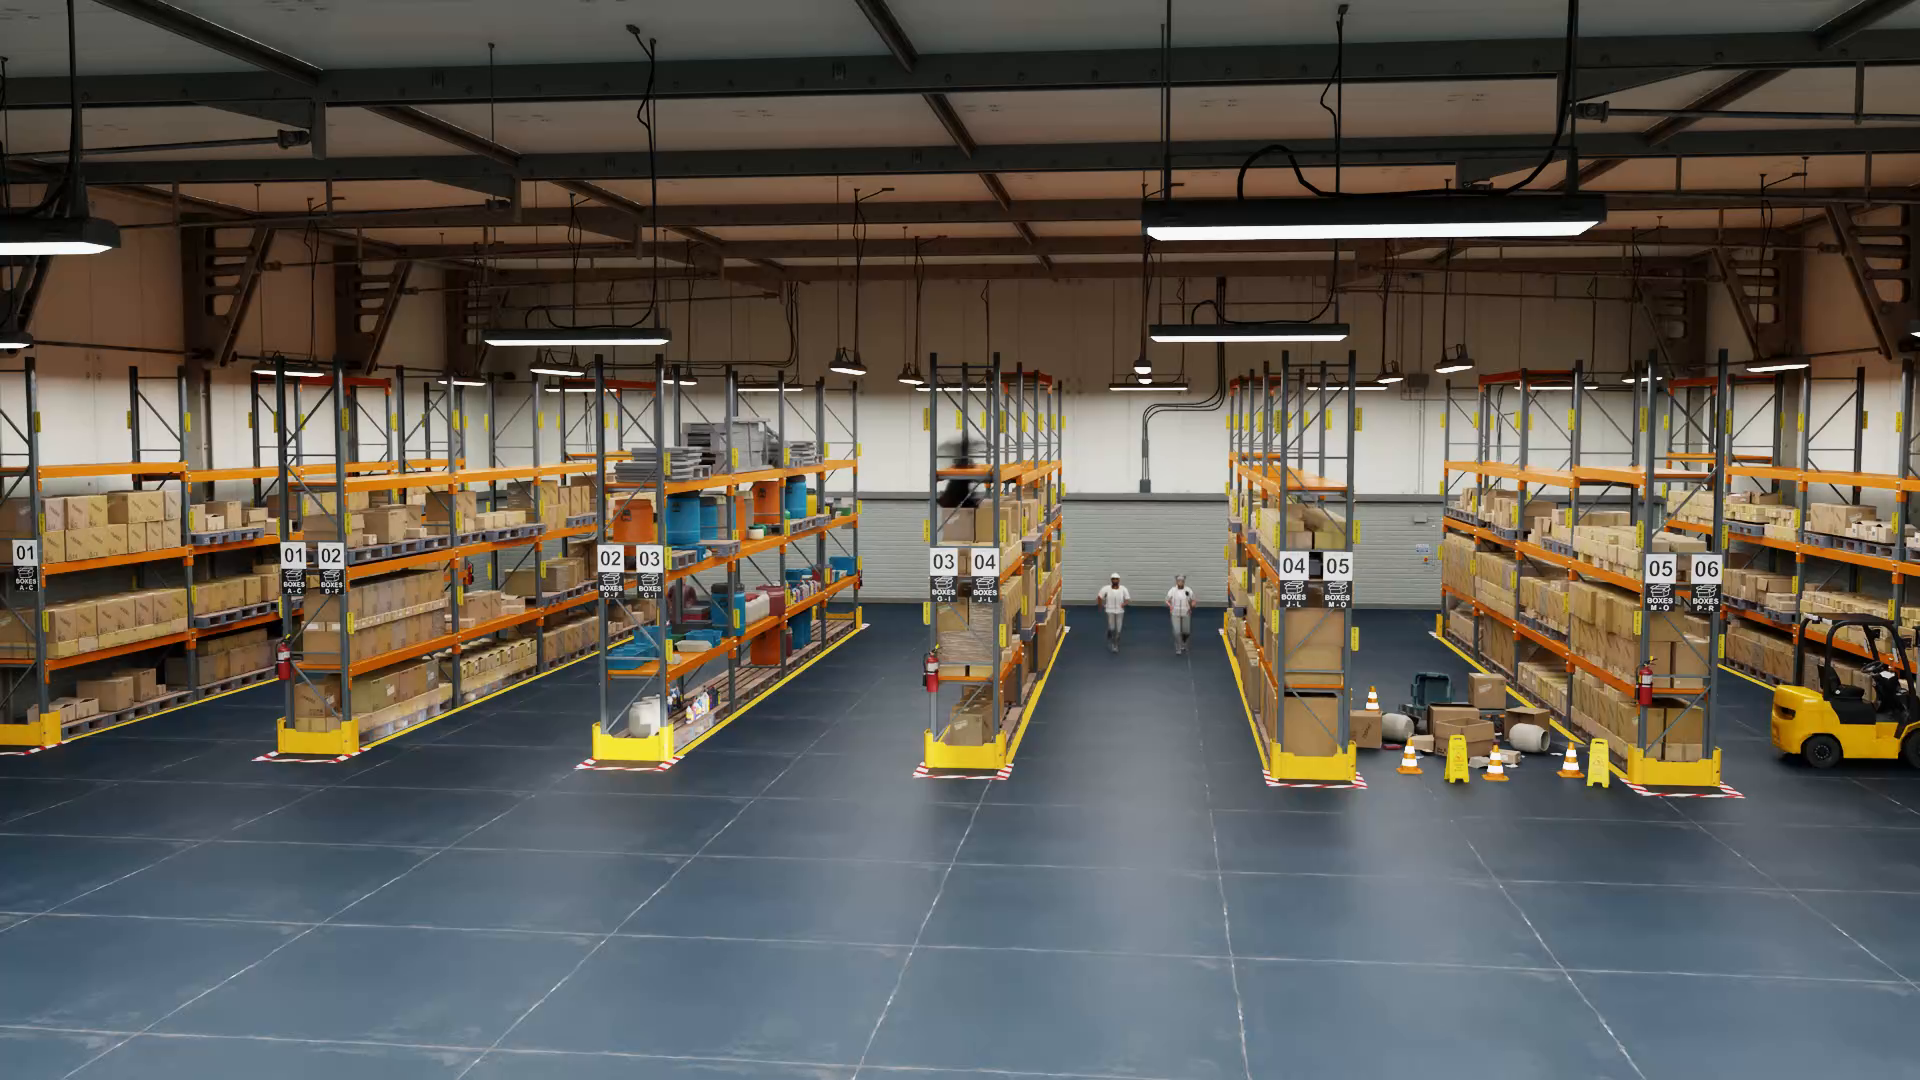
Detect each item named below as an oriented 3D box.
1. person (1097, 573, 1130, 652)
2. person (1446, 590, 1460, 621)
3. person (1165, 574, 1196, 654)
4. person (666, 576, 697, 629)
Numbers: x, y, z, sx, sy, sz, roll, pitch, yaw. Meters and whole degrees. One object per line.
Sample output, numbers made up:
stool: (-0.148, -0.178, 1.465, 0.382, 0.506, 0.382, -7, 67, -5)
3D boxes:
person: (3.360, 1.578, 36.128, 0.690, 1.721, 0.597, 0, 4, -4)
person: (11.943, 1.339, 40.092, 0.583, 1.678, 0.743, 2, 5, 28)
person: (4.757, 1.596, 35.876, 0.659, 1.732, 0.622, 0, 4, 6)
person: (-5.978, 1.609, 35.607, 0.680, 1.777, 0.741, 0, 4, -6)
